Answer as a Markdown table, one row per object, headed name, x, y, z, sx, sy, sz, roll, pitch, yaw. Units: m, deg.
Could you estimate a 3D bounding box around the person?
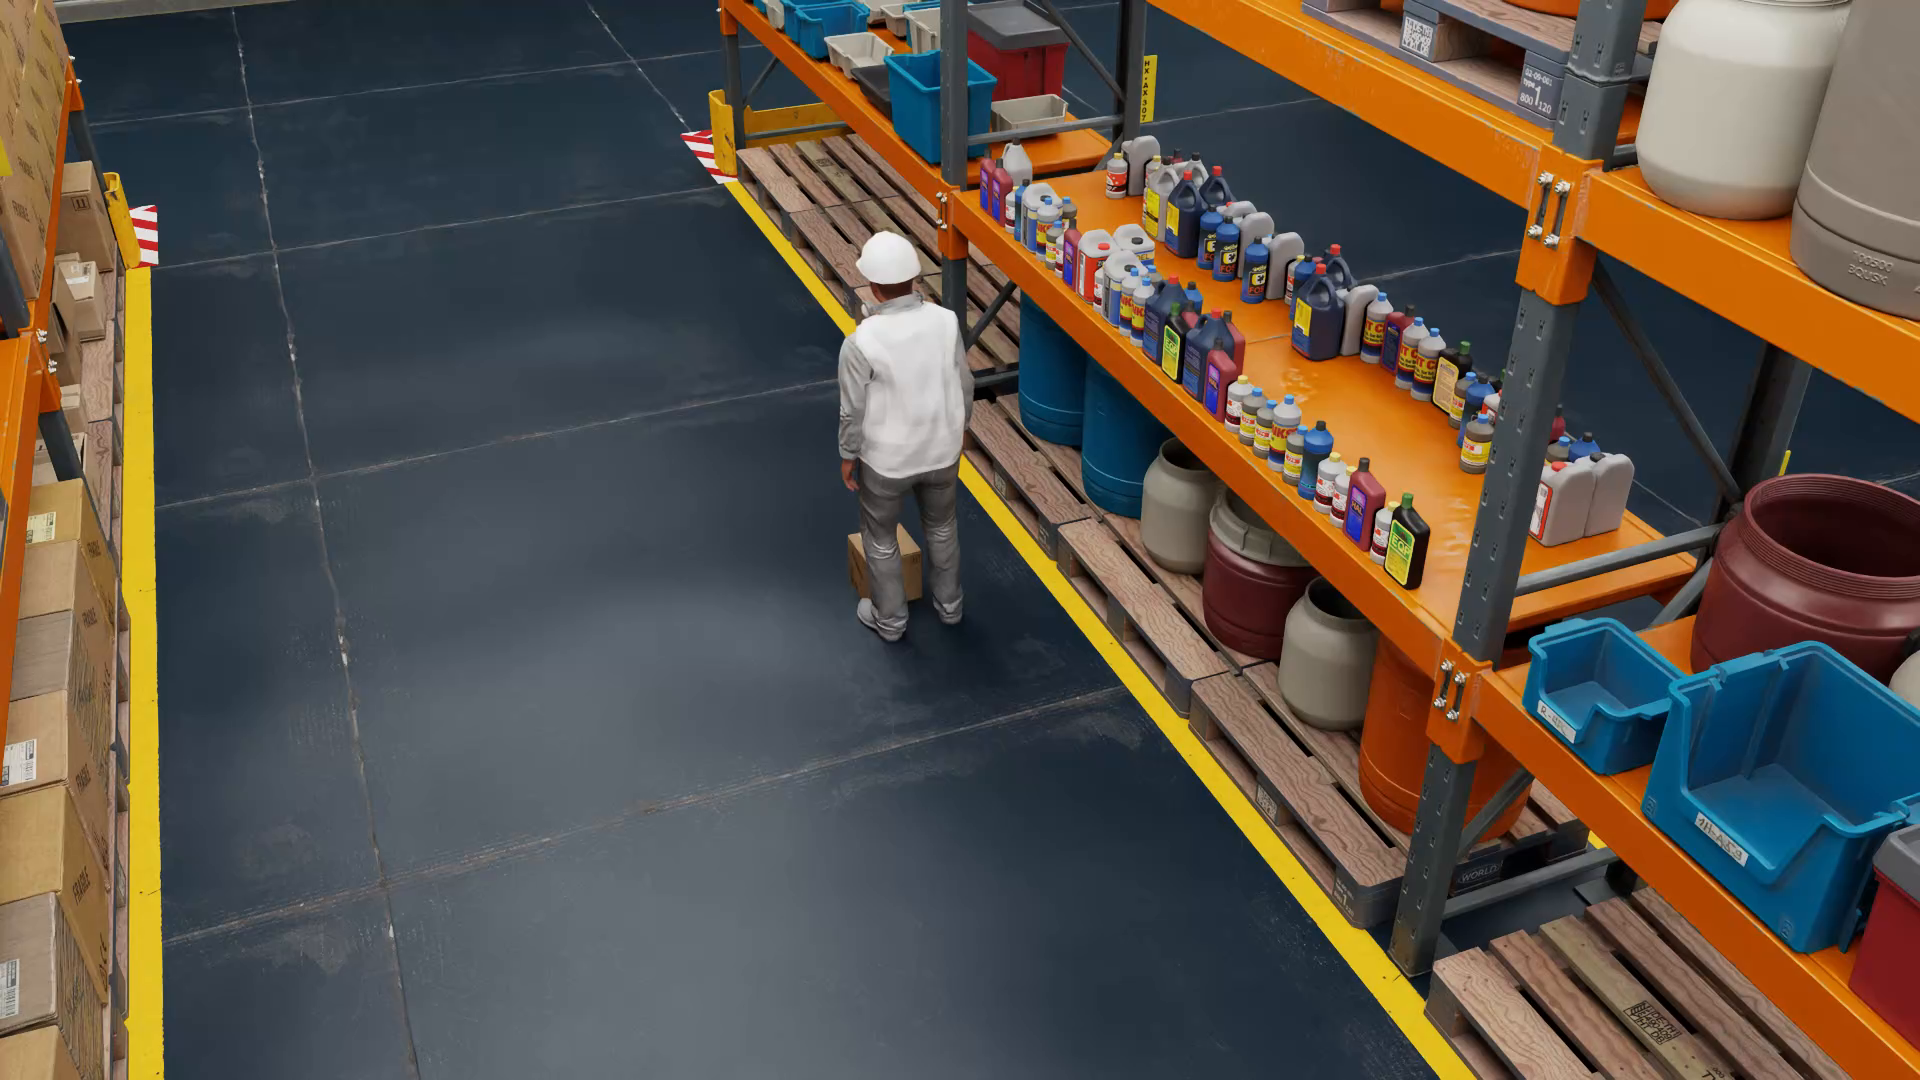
| name | x | y | z | sx | sy | sz | roll | pitch | yaw |
| --- | --- | --- | --- | --- | --- | --- | --- | --- | --- |
| person | -0.223 | -0.387 | 6.707 | 0.579 | 1.769 | 0.466 | -14 | 36 | -21 |
